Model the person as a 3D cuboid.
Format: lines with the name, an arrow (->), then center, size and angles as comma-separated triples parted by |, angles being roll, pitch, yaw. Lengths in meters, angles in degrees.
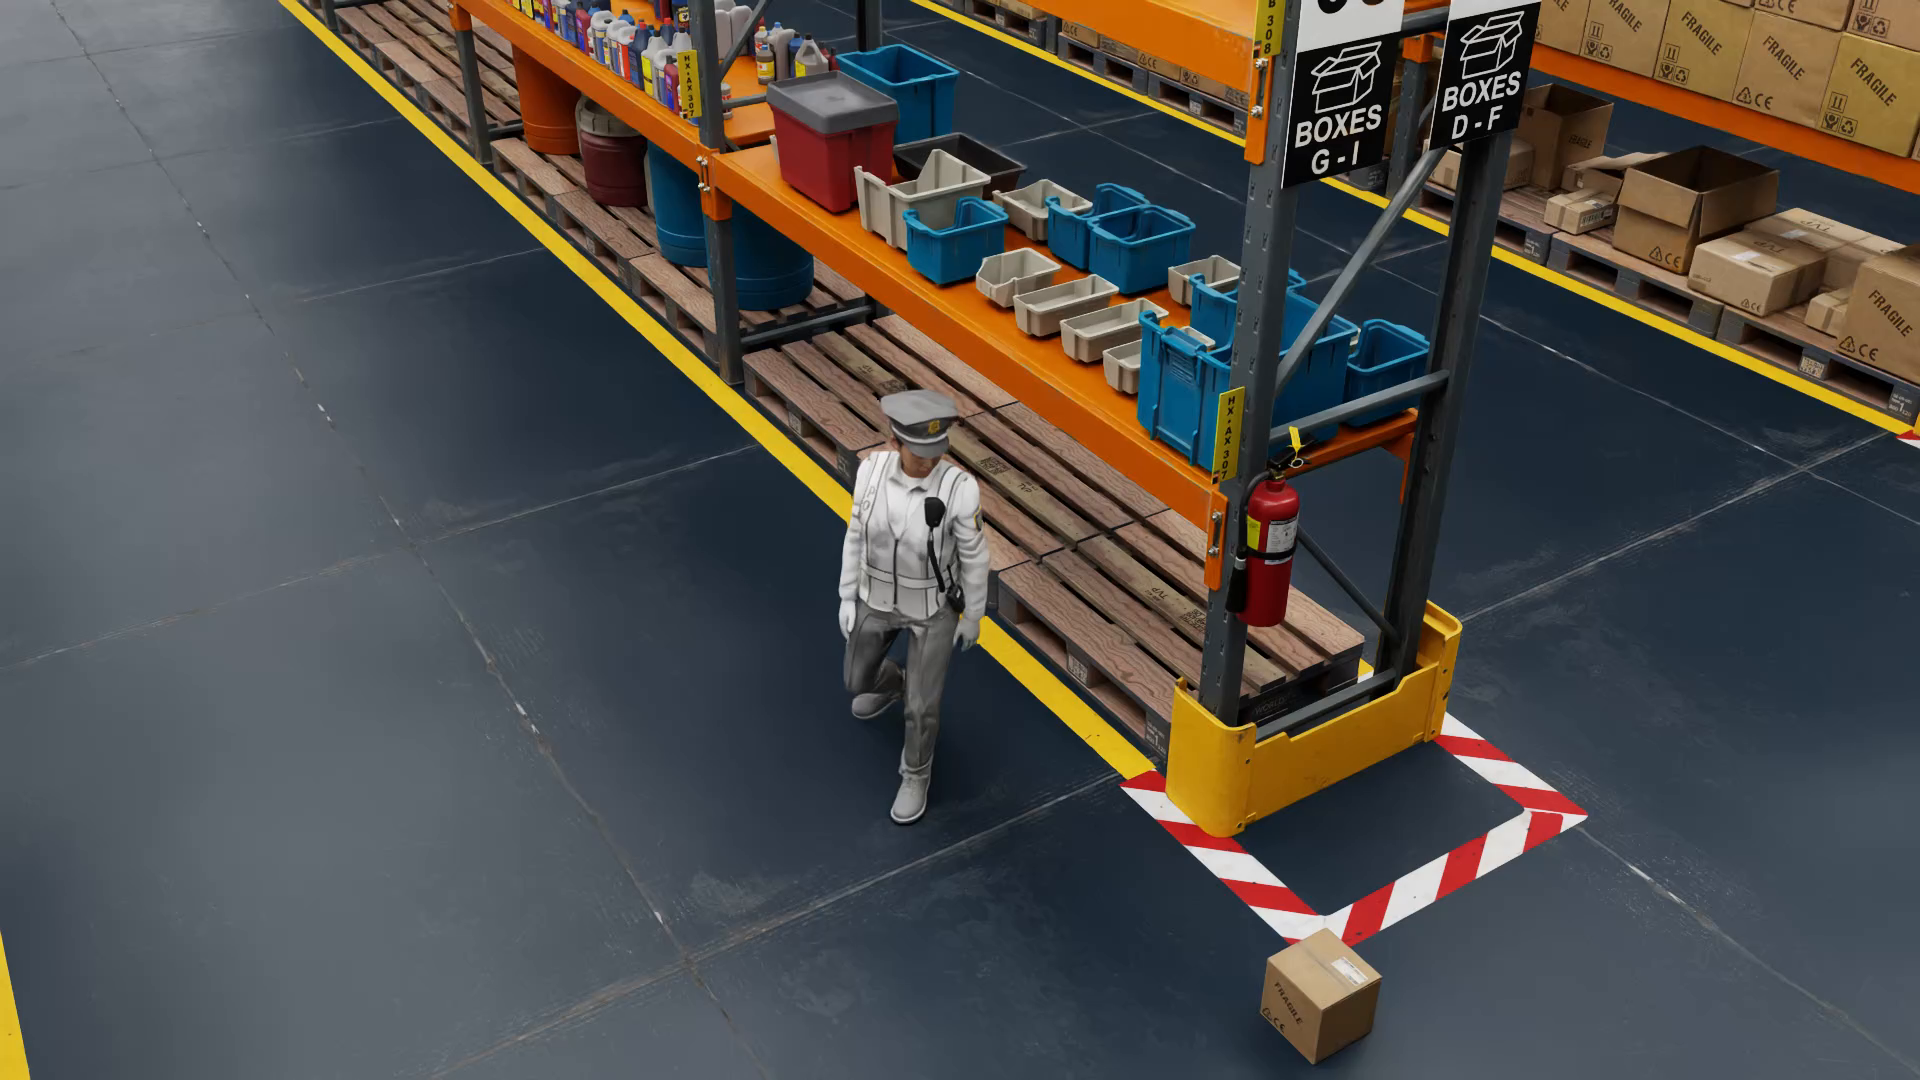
person -> -0.185, 0.180, 5.849 | 0.631, 1.660, 0.584 | 12, 35, 17
